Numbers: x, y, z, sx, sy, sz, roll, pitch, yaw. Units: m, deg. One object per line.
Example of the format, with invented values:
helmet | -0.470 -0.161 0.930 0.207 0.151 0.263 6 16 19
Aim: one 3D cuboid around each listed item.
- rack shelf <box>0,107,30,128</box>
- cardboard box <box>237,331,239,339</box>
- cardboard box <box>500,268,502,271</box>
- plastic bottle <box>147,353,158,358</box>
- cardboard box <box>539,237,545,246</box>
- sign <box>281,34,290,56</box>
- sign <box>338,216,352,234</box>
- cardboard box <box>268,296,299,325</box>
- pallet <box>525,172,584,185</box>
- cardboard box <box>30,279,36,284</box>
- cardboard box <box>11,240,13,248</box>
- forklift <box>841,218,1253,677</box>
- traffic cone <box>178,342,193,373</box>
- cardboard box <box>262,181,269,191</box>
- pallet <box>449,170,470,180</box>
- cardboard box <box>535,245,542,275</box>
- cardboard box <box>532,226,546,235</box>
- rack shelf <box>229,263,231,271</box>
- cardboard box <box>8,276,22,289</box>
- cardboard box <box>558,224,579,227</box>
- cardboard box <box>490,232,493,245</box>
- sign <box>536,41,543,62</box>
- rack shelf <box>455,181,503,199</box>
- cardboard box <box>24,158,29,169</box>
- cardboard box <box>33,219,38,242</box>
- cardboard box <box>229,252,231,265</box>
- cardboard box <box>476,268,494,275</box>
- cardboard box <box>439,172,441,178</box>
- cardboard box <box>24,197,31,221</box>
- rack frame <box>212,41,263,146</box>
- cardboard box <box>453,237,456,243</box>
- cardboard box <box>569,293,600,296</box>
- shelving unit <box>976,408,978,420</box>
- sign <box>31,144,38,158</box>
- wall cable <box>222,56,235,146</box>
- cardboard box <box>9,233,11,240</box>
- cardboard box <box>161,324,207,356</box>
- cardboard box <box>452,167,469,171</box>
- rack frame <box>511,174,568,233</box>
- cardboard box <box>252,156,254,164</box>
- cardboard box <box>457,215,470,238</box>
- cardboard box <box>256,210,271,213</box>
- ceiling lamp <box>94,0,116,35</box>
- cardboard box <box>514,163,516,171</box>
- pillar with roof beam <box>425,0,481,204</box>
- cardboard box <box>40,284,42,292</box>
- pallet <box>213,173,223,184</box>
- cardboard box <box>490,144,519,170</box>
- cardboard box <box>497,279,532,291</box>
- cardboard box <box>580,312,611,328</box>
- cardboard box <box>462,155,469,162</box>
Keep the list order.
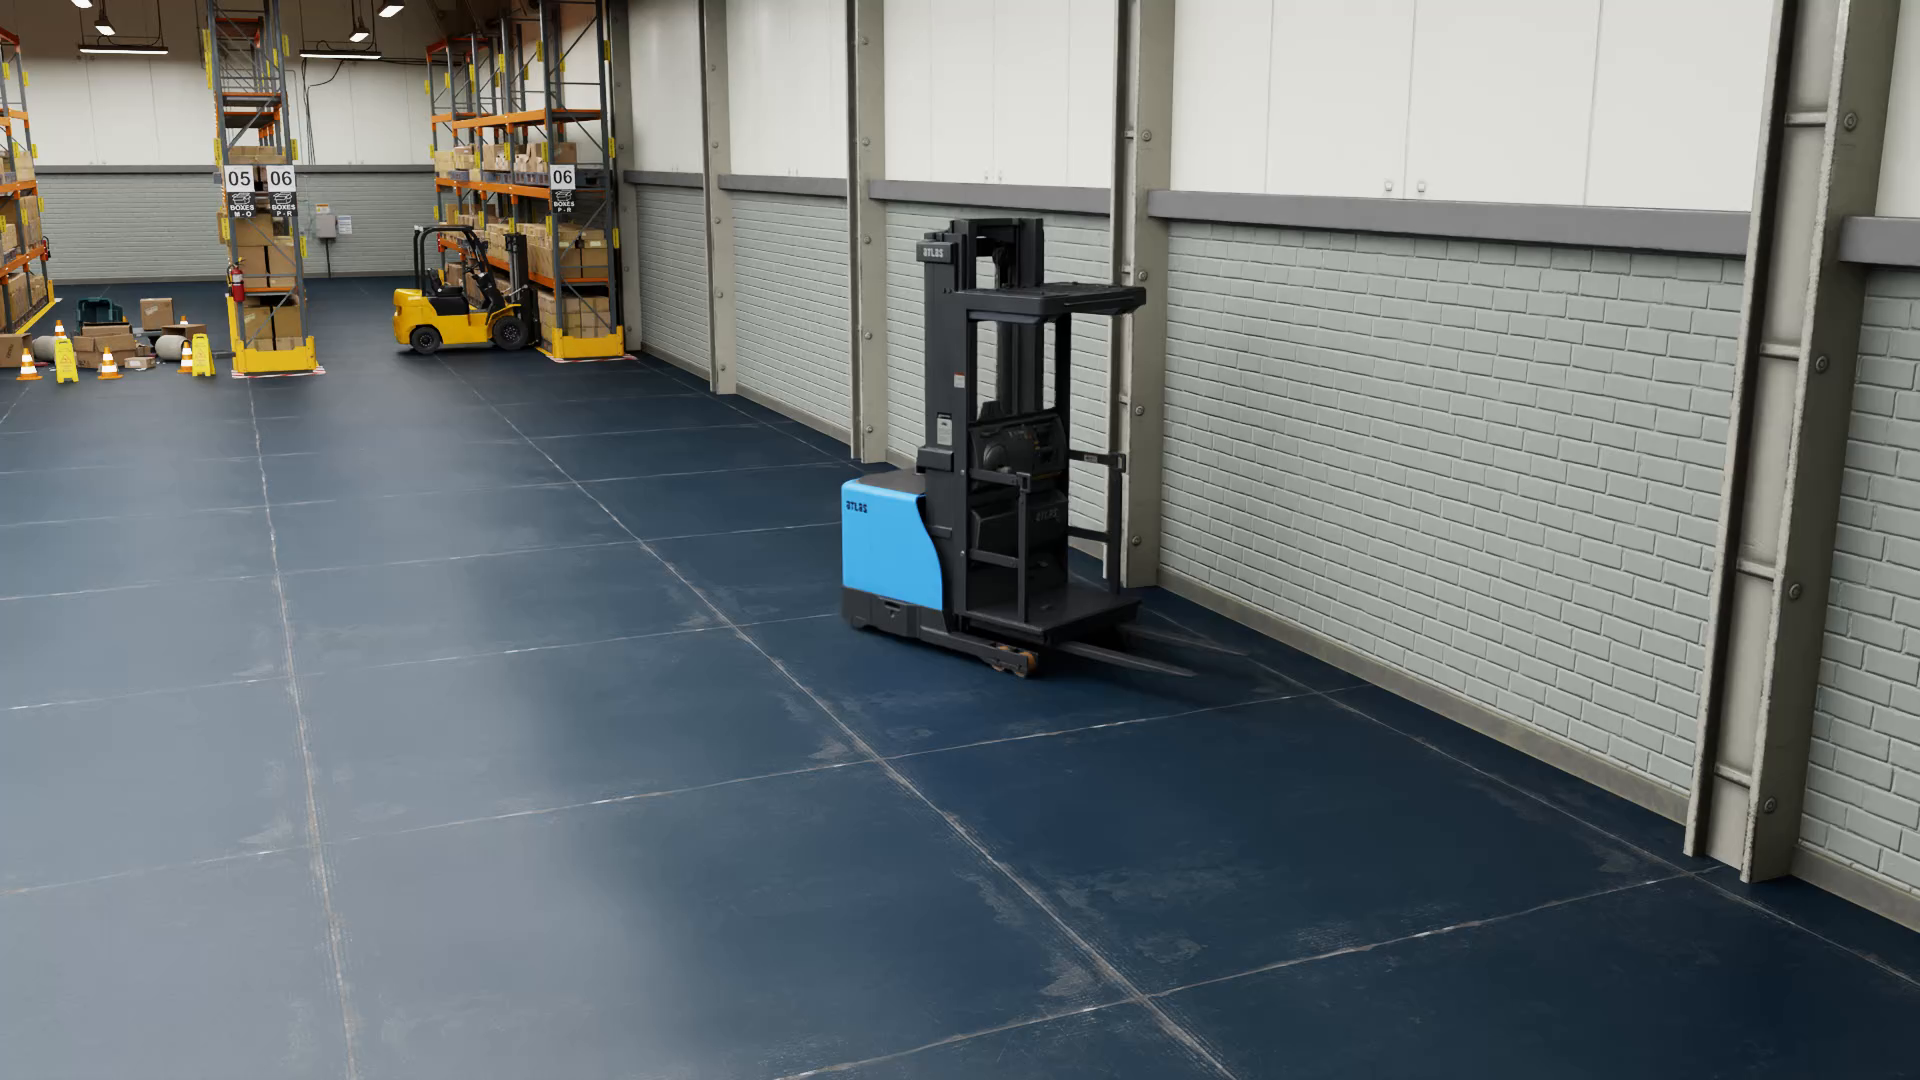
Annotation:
rack shelf | -21.024 -9.171 36.143 1.077 0.370 4.000 -6 14 -23
cardboard box | -11.906 -3.399 28.072 0.500 0.250 0.500 -6 14 -25
cardboard box | -10.212 -6.094 37.721 0.380 0.149 0.250 -5 14 -22
plastic bottle | -13.724 -3.135 28.281 0.133 0.061 0.283 -3 13 -13
cardboard box | -7.186 -5.249 29.236 0.380 0.149 0.250 -6 14 -25
sign | -10.423 -7.642 25.683 0.100 0.325 0.005 -6 14 -23
sign | -17.257 -8.846 46.647 0.329 0.494 0.001 -6 14 -23
cardboard box | -11.629 -3.925 28.680 0.500 0.500 0.500 -5 14 -20
pallet | -7.126 -6.445 29.607 1.003 0.211 1.213 -6 14 -23
cardboard box | -20.773 -5.708 36.953 0.380 0.149 0.250 -6 14 -23
cardboard box | -19.579 -6.049 33.977 0.380 0.149 0.250 -6 15 -26
forklift | 0.555 -0.657 11.207 3.031 2.935 1.130 12 18 42
traffic cone | -12.275 -2.913 26.429 0.336 0.463 0.334 -6 14 -23
cardboard box | -10.943 -5.659 26.575 0.380 0.149 0.250 -6 14 -25
pallet | -10.984 -8.333 37.988 1.213 0.211 1.003 -6 14 -23
cardboard box | -7.217 -4.966 29.453 0.500 0.500 0.500 -6 14 -24
cardboard box | -7.532 -5.610 30.136 0.380 0.149 0.250 -6 14 -23
rack shelf | -13.324 -5.066 31.700 1.077 0.370 4.000 -6 14 -23
cardboard box | -19.274 -5.193 33.606 0.500 0.250 0.500 -6 14 -25
cardboard box | -7.233 -5.768 30.818 0.380 0.149 0.250 -6 14 -24
cardboard box | -9.425 -6.232 34.366 0.500 0.250 0.500 -5 14 -21
sign | -6.877 -7.996 27.213 0.100 0.325 0.005 -6 14 -23
rack shelf | -10.380 -7.802 36.872 1.077 0.370 4.000 -6 14 -23
cardboard box | -20.999 -8.362 36.919 0.500 0.250 0.500 -5 14 -22
cardboard box | -20.996 -6.927 37.267 0.500 0.500 0.500 -6 14 -23
cardboard box | -12.602 -5.080 29.287 0.500 0.500 0.500 -6 14 -23
cardboard box | -10.701 -6.045 37.511 0.380 0.149 0.250 -5 14 -21
cardboard box | -12.647 -9.016 41.078 0.380 0.149 0.250 -5 14 -22
cardboard box | -20.575 -7.196 36.211 0.500 0.500 0.500 -5 14 -22
rack frame | -17.330 -10.405 39.869 1.000 3.000 0.127 -6 14 -23
cardboard box | -11.999 -7.236 40.038 0.380 0.149 0.250 -6 14 -24
cardboard box | -6.597 -4.197 29.300 0.500 0.250 0.500 -6 14 -23
shelving unit | 0.006 -0.582 14.722 0.258 1.200 0.189 -6 14 -23
sign | -21.308 -8.953 38.284 0.100 0.325 0.005 -6 14 -23
wall cable | -19.867 -11.555 44.836 0.463 3.000 0.029 -6 14 -23
cardboard box | -19.462 -6.135 33.689 0.380 0.149 0.250 -6 15 -26
cardboard box | -13.341 -3.442 28.627 0.500 0.500 0.500 4 14 16
cardboard box | -11.604 -8.715 38.893 0.500 0.250 0.500 -6 14 -23
rack frame | -7.976 -5.452 31.774 1.000 3.000 0.127 -6 14 -23
cardboard box | -11.568 -6.112 26.762 0.380 0.149 0.250 -6 14 -23
cardboard box | -11.192 -7.238 38.337 0.700 0.500 0.500 -5 14 -22
cardboard box | -11.892 -5.260 27.845 0.700 0.500 0.500 -6 14 -23
ceiling lamp | -17.394 -12.052 34.043 0.800 3.185 2.000 -6 14 -23
cardboard box | -8.075 -6.924 30.886 0.380 0.149 0.250 -5 14 -22
pillar with roof beam | -16.982 -11.103 42.888 9.100 9.000 0.548 -6 14 -23
cardboard box | -20.923 -5.678 37.484 0.380 0.149 0.250 -5 14 -22
pallet | -14.432 -7.327 33.641 1.213 0.211 1.003 -5 14 -20
cardboard box | -9.104 -7.660 33.286 0.500 0.500 0.500 -5 14 -22
cardboard box | -9.072 -5.062 34.422 0.875 0.625 0.625 -5 14 -21
cardboard box | -6.372 -3.850 28.910 0.500 0.250 0.500 -5 14 -22
cardboard box | -10.793 -8.428 36.723 0.380 0.149 0.250 -6 14 -23
